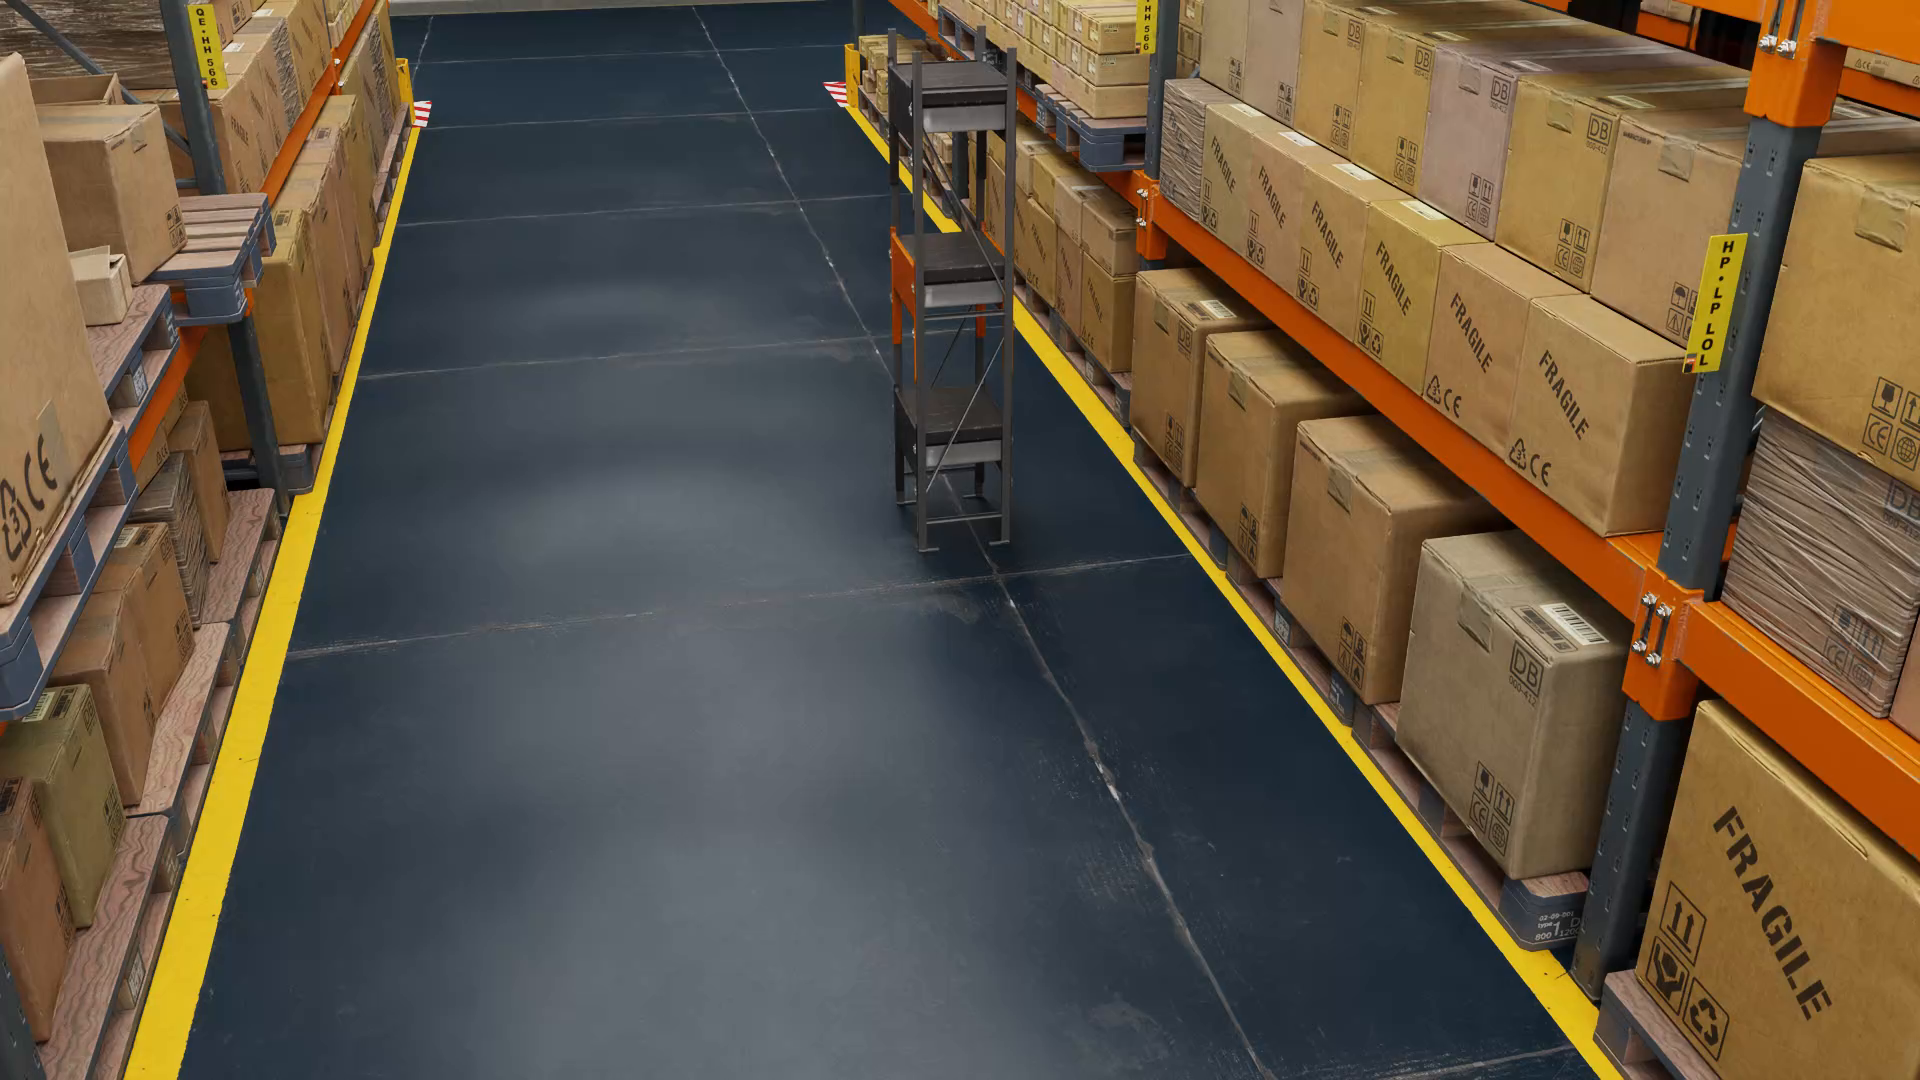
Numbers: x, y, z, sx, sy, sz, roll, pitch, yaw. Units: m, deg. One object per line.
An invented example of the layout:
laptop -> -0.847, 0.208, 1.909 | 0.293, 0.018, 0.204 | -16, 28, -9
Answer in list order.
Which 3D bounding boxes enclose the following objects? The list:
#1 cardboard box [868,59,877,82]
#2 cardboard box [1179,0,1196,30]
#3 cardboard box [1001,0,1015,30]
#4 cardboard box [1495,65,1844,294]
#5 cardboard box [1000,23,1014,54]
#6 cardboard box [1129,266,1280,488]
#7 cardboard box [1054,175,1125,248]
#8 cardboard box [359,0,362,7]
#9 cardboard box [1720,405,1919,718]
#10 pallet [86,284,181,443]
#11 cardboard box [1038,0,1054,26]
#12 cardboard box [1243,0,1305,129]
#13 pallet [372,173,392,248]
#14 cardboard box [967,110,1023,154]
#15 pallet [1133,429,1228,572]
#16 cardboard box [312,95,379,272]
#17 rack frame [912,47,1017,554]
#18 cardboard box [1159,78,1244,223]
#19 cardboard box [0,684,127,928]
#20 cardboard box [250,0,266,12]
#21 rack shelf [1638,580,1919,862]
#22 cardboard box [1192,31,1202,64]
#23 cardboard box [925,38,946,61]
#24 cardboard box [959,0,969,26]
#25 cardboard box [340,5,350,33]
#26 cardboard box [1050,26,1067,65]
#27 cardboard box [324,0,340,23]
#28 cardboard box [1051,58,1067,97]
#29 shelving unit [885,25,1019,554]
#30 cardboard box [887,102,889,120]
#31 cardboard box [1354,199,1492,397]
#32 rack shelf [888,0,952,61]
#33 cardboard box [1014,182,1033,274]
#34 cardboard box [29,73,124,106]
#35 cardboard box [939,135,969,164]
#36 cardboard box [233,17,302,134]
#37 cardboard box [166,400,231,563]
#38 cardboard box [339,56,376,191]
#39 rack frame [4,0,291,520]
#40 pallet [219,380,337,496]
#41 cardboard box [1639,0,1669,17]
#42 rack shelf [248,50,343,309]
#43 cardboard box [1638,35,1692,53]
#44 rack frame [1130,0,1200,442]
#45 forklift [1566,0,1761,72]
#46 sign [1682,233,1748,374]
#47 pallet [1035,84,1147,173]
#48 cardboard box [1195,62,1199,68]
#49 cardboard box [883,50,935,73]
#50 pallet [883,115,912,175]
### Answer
cardboard box -> -0.582, -4.047, 14.307 | 0.380, 0.149, 0.250 | -6, 27, -12
cardboard box -> 1.316, -2.659, 8.342 | 0.380, 0.149, 0.250 | -6, 27, -12
cardboard box -> 0.440, -2.928, 9.204 | 0.380, 0.149, 0.250 | -6, 28, -13
cardboard box -> 2.012, -1.048, 4.776 | 0.700, 0.500, 0.500 | -6, 27, -12
cardboard box -> 0.438, -2.798, 9.277 | 0.380, 0.149, 0.250 | -7, 28, -14
cardboard box -> 1.396, -0.776, 7.490 | 1.050, 0.750, 0.750 | -6, 27, -12
cardboard box -> 0.812, -1.770, 8.904 | 0.500, 0.250, 0.500 | -6, 27, -11
cardboard box -> -4.506, -3.902, 11.931 | 0.380, 0.149, 0.250 | -7, 28, -13
cardboard box -> 2.342, -0.020, 3.794 | 0.875, 0.550, 0.550 | -6, 27, -12
pallet -> -3.023, -0.460, 5.045 | 1.003, 0.211, 1.213 | -6, 27, -12
cardboard box -> 0.612, -2.722, 8.466 | 0.380, 0.149, 0.250 | -5, 27, -10
cardboard box -> 1.553, -1.941, 6.546 | 0.700, 0.500, 0.500 | -6, 27, -12
pallet -> -4.506, -2.263, 11.500 | 1.003, 0.211, 1.213 | -6, 27, -12
cardboard box -> 0.354, -2.681, 10.708 | 0.500, 0.250, 0.500 | -7, 28, -14
pallet -> 1.450, -0.271, 7.553 | 1.003, 0.211, 1.213 | -6, 27, -12
cardboard box -> -4.247, -2.126, 10.026 | 1.225, 0.875, 0.875 | -6, 27, -11
rack frame -> 0.018, -0.903, 6.709 | 0.400, 2.100, 0.015 | -6, 27, -12
cardboard box -> 1.184, -1.690, 7.158 | 0.500, 0.500, 0.500 | -6, 27, -11
cardboard box -> -2.814, 0.782, 4.658 | 0.700, 0.500, 0.500 | -6, 27, -12
cardboard box -> -4.115, -3.077, 8.793 | 0.797, 0.503, 0.637 | -6, 27, -11
rack shelf -> 2.698, 1.085, 2.569 | 1.077, 0.370, 4.000 | -6, 27, -12
cardboard box -> 1.370, -2.429, 8.217 | 0.380, 0.149, 0.250 | -5, 27, -9
cardboard box -> -0.090, -4.239, 14.358 | 0.380, 0.149, 0.250 | -5, 27, -11
cardboard box -> 0.206, -3.250, 10.173 | 0.380, 0.149, 0.250 | -6, 27, -11
cardboard box -> -4.272, -3.449, 11.033 | 0.380, 0.149, 0.250 | -5, 27, -10
cardboard box -> 0.667, -2.481, 8.319 | 0.380, 0.149, 0.250 | -5, 27, -10
cardboard box -> -4.261, -3.465, 10.623 | 0.500, 0.250, 0.500 | -6, 27, -13
cardboard box -> 0.674, -2.337, 8.364 | 0.380, 0.149, 0.250 | -5, 27, -11
shelving unit -> -0.037, -1.010, 6.921 | 0.431, 2.100, 0.503 | -6, 27, -12
cardboard box -> -0.377, -3.475, 13.504 | 0.380, 0.149, 0.250 | -7, 28, -14
cardboard box -> 1.642, -0.804, 5.403 | 0.500, 0.500, 0.500 | -6, 27, -11
rack shelf -> -0.006, -4.183, 13.006 | 1.077, 0.370, 4.000 | -6, 27, -12
cardboard box -> 0.605, -1.885, 9.964 | 0.500, 0.500, 0.500 | -5, 27, -11
cardboard box -> -3.348, -1.410, 6.137 | 0.500, 0.500, 0.500 | -9, 28, -18
cardboard box -> 0.064, -2.779, 11.795 | 0.380, 0.149, 0.250 | -5, 27, -11
cardboard box -> -3.702, -2.367, 8.499 | 0.500, 0.500, 0.500 | -6, 27, -11
cardboard box -> -3.339, -0.199, 6.601 | 0.700, 0.500, 0.500 | -7, 28, -14
cardboard box -> -4.481, -2.703, 11.169 | 0.875, 0.875, 0.875 | -6, 27, -12
rack frame -> -3.509, -1.410, 6.716 | 1.000, 3.000, 0.127 | -6, 27, -12
pallet -> -3.613, -0.519, 8.045 | 1.003, 0.211, 1.213 | -6, 27, -12
cardboard box -> 5.086, -3.886, 11.786 | 0.500, 0.250, 0.500 | -7, 28, -13
rack shelf -> -3.960, -1.967, 8.617 | 1.077, 0.370, 4.000 | -6, 27, -12
cardboard box -> 5.462, -3.148, 12.049 | 0.875, 0.875, 0.875 | -5, 27, -10
rack frame -> 1.346, -1.870, 7.625 | 1.000, 3.000, 0.127 | -6, 27, -12
forklift -> 3.448, -1.799, 7.562 | 1.130, 2.935, 3.031 | -7, 28, -14
sign -> 1.721, -0.536, 3.786 | 0.100, 0.325, 0.005 | -6, 27, -12
pallet -> 1.082, -2.086, 8.267 | 1.213, 0.211, 1.003 | -6, 27, -12
cardboard box -> 1.382, -2.280, 8.251 | 0.380, 0.149, 0.250 | -5, 27, -9
cardboard box -> -0.422, -3.965, 13.814 | 0.380, 0.149, 0.250 | -7, 28, -14
pallet -> -0.020, -3.209, 13.373 | 1.003, 0.211, 1.213 | -6, 27, -12
